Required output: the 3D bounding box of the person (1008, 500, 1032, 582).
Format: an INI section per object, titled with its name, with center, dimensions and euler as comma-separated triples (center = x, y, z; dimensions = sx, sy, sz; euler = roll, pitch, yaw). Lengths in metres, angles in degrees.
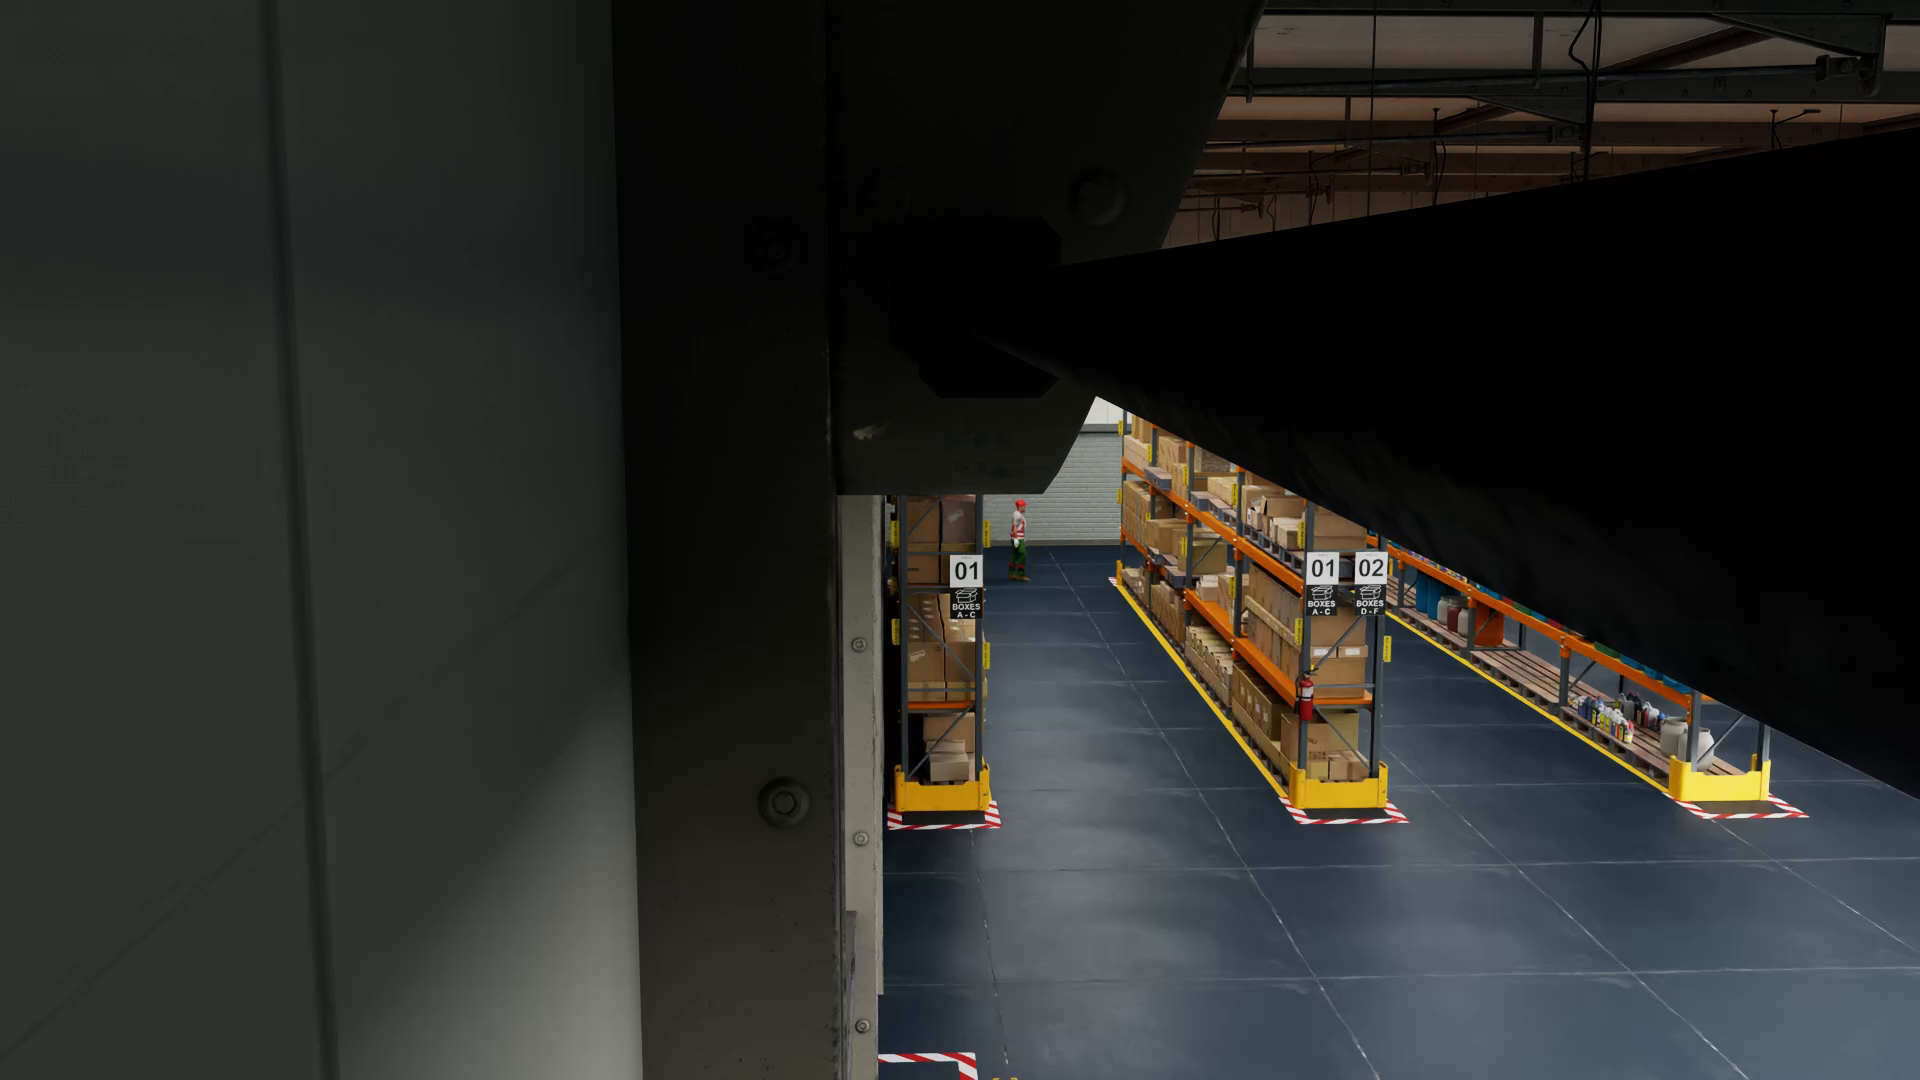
[person]
center = 1.332, 0.007, 36.965
dimensions = 0.533, 1.820, 0.617
euler = 0, 8, 1
